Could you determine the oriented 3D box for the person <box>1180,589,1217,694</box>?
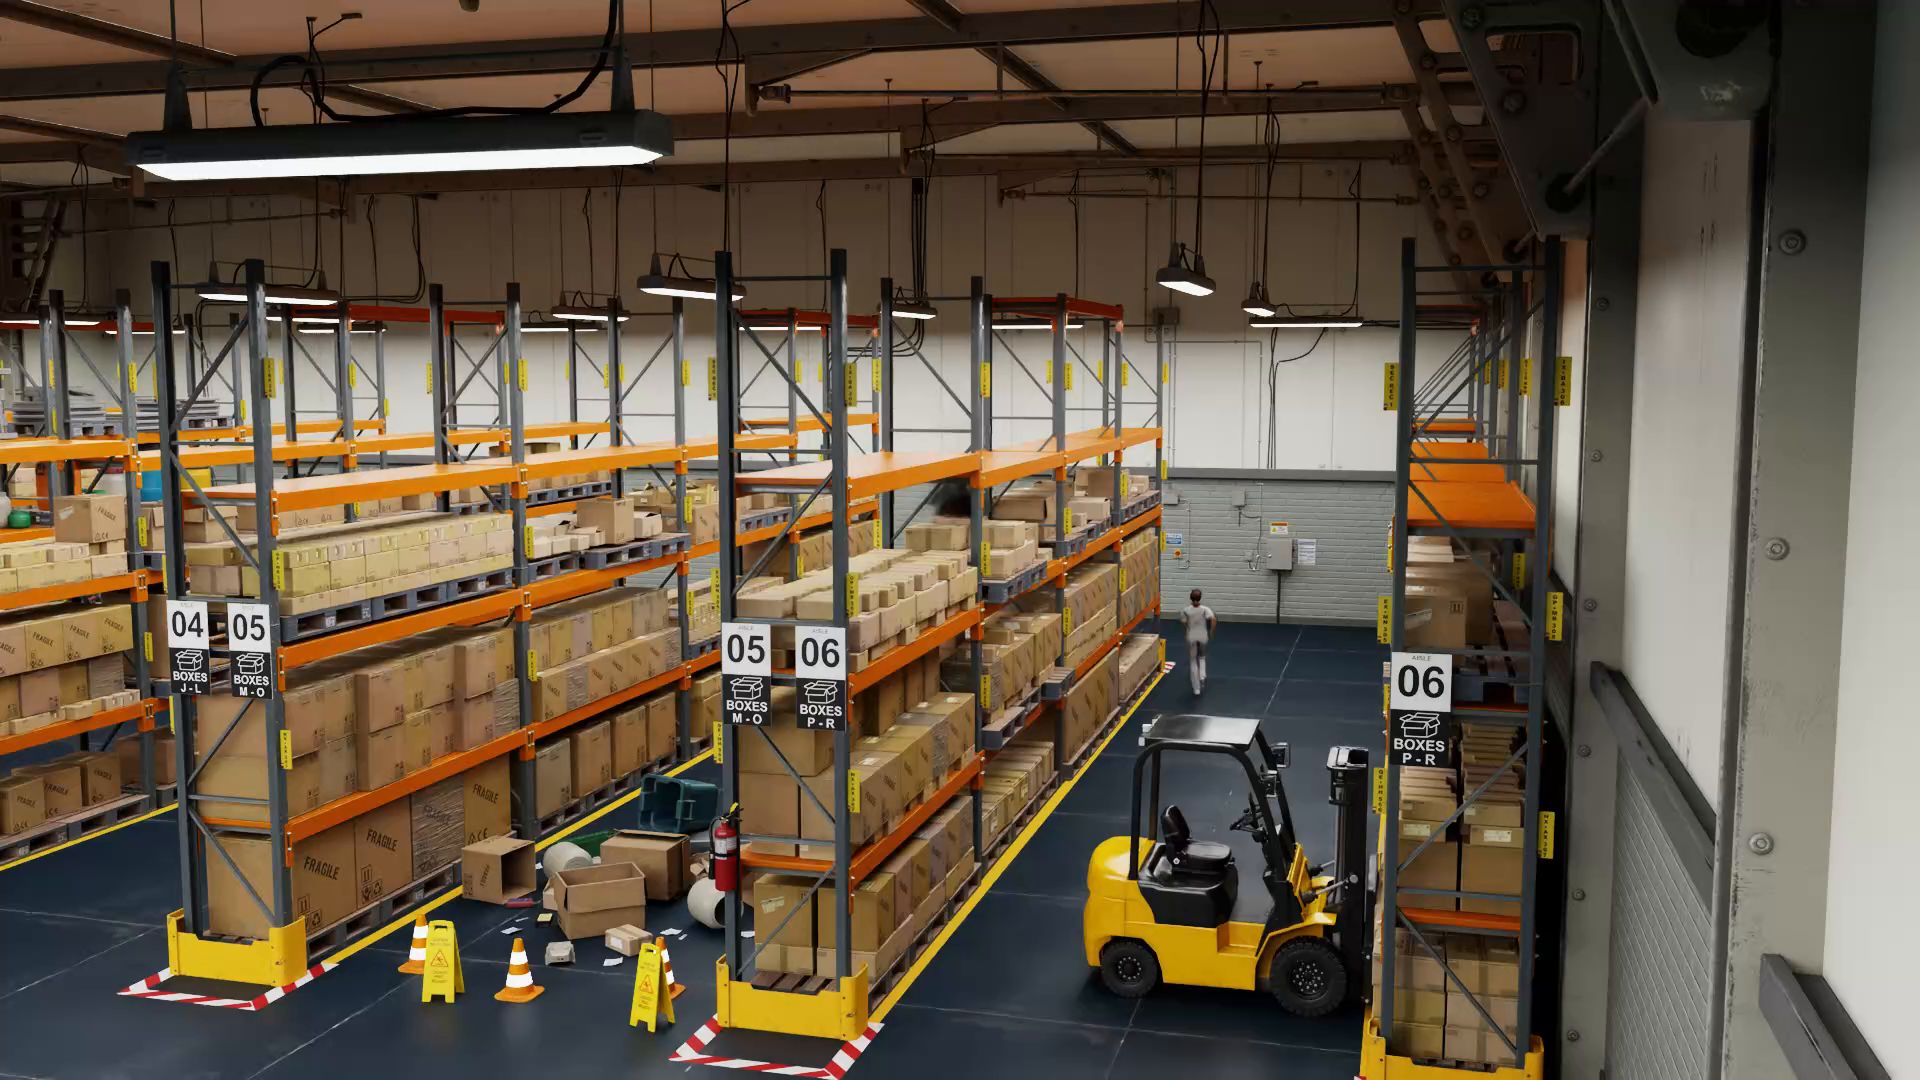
[{"bbox_3d":[3.721,1.572,26.086,0.552,1.639,0.613,0,6,3],"label":"person"}]
